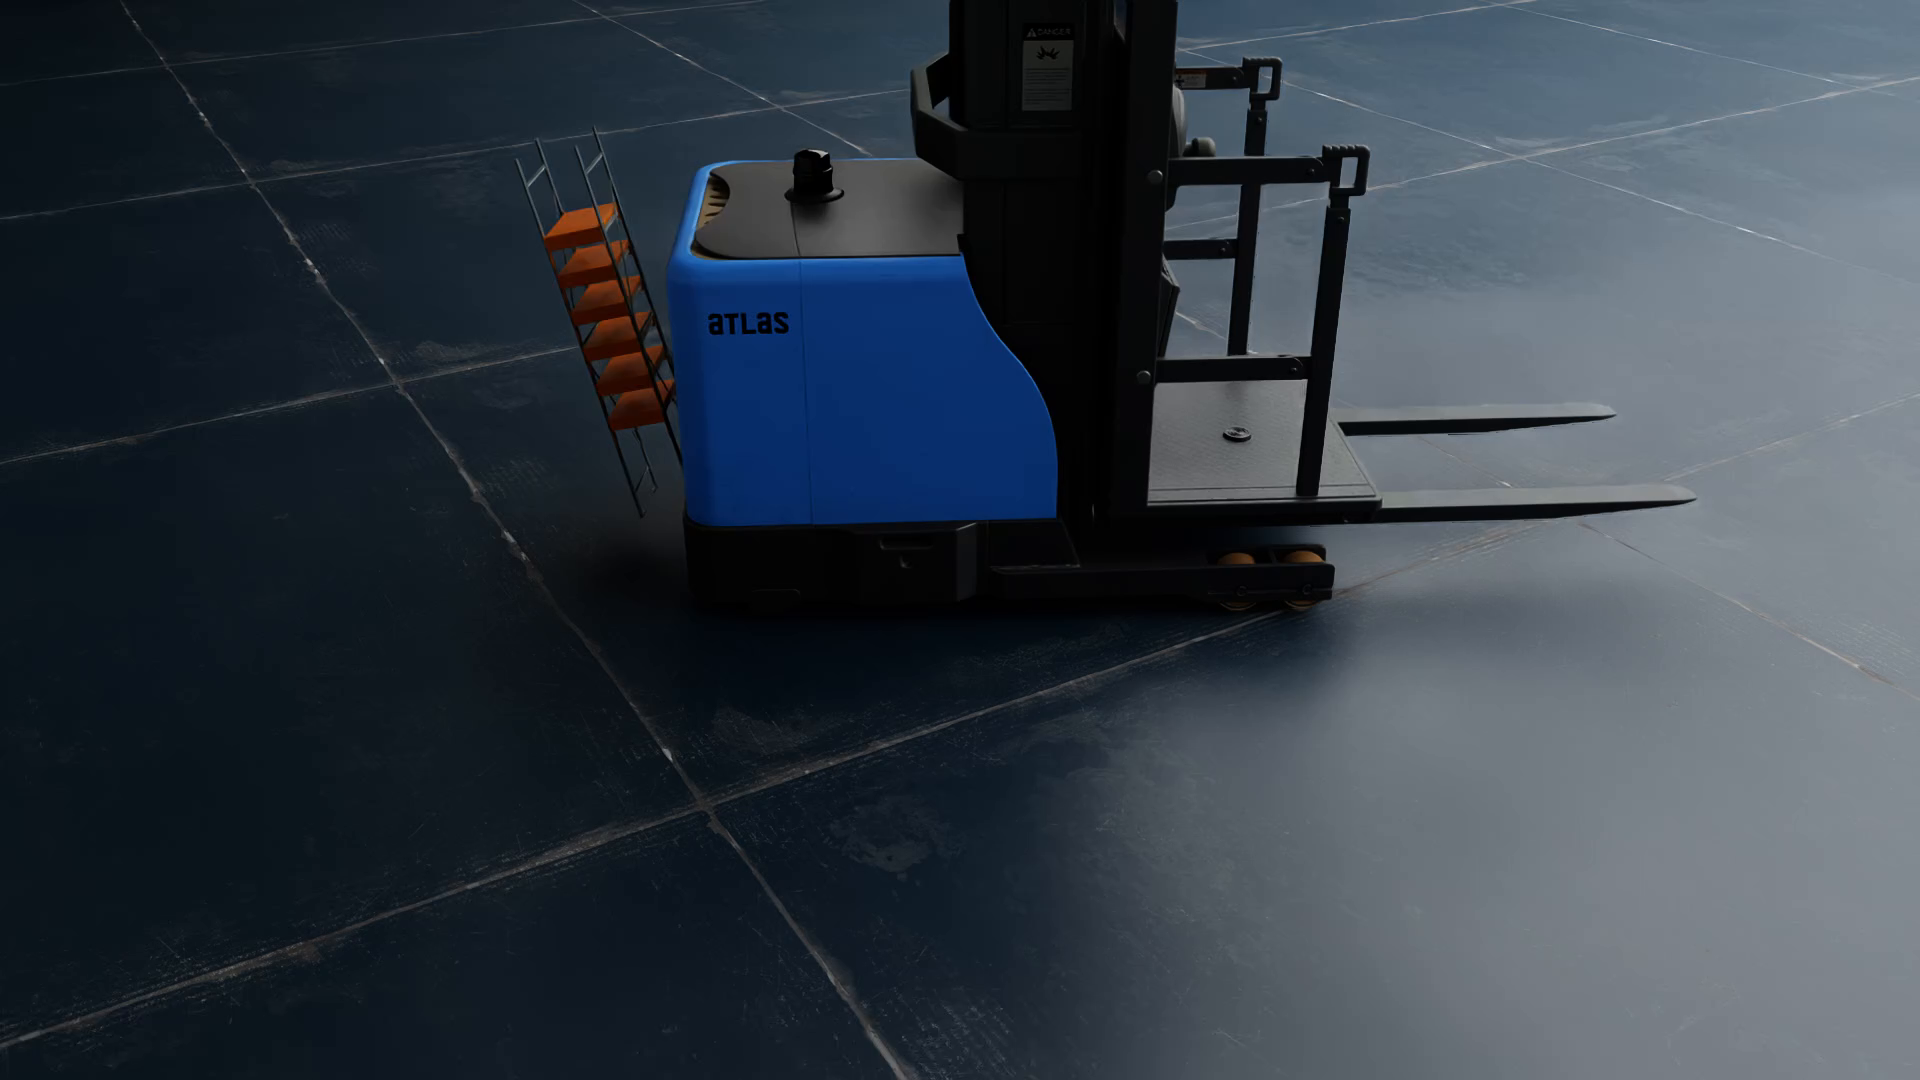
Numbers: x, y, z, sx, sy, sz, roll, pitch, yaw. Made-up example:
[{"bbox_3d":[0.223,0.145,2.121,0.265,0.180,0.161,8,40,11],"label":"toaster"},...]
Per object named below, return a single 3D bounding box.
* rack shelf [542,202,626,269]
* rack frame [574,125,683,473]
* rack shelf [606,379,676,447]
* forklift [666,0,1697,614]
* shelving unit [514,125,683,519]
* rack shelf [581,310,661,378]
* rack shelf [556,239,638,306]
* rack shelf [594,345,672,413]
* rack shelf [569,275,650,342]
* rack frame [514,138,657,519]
[{"bbox_3d":[-1.133,-0.929,5.040,0.180,0.103,0.258,-10,28,8],"label":"rack shelf"},{"bbox_3d":[-0.975,-0.673,5.173,0.006,1.200,0.240,-10,28,8],"label":"rack frame"},{"bbox_3d":[-1.003,-0.413,5.318,0.180,0.103,0.258,-10,28,8],"label":"rack shelf"},{"bbox_3d":[0.696,-1.332,4.630,3.031,2.935,1.130,-2,29,-3],"label":"forklift"},{"bbox_3d":[-1.064,-0.658,5.186,0.189,1.200,0.258,-10,28,8],"label":"shelving unit"},{"bbox_3d":[-1.055,-0.620,5.207,0.180,0.103,0.258,-10,28,8],"label":"rack shelf"},{"bbox_3d":[-1.107,-0.826,5.096,0.180,0.103,0.258,-10,28,8],"label":"rack shelf"},{"bbox_3d":[-1.029,-0.516,5.262,0.180,0.103,0.258,-10,28,8],"label":"rack shelf"},{"bbox_3d":[-1.081,-0.723,5.151,0.180,0.103,0.258,-10,28,8],"label":"rack shelf"},{"bbox_3d":[-1.154,-0.642,5.199,0.006,1.200,0.240,-10,28,8],"label":"rack frame"}]
